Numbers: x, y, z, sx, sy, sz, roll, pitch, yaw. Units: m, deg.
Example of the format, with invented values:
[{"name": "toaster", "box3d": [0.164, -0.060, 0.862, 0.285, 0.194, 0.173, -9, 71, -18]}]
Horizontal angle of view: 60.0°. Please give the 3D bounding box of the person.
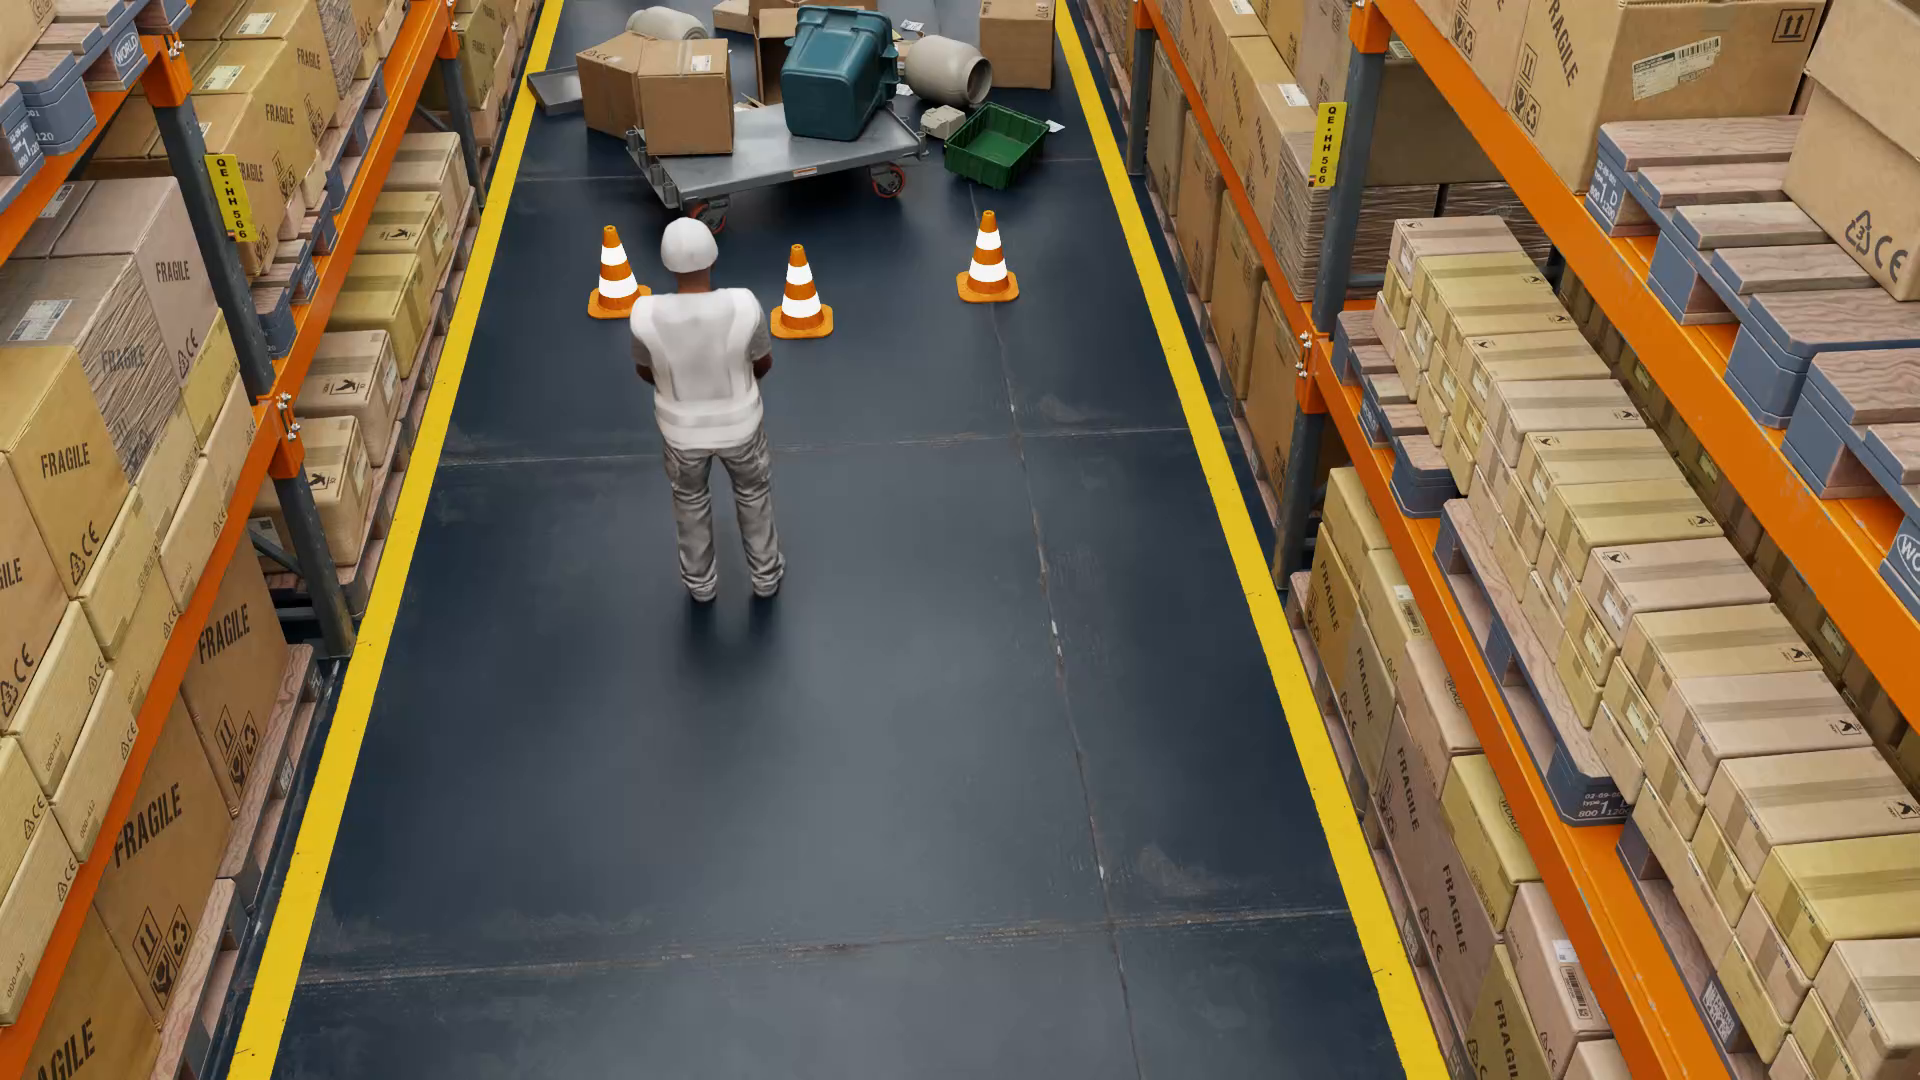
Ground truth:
[{"name": "person", "box3d": [-1.020, -0.528, 6.792, 0.546, 1.788, 0.509, -4, 39, -4]}]
